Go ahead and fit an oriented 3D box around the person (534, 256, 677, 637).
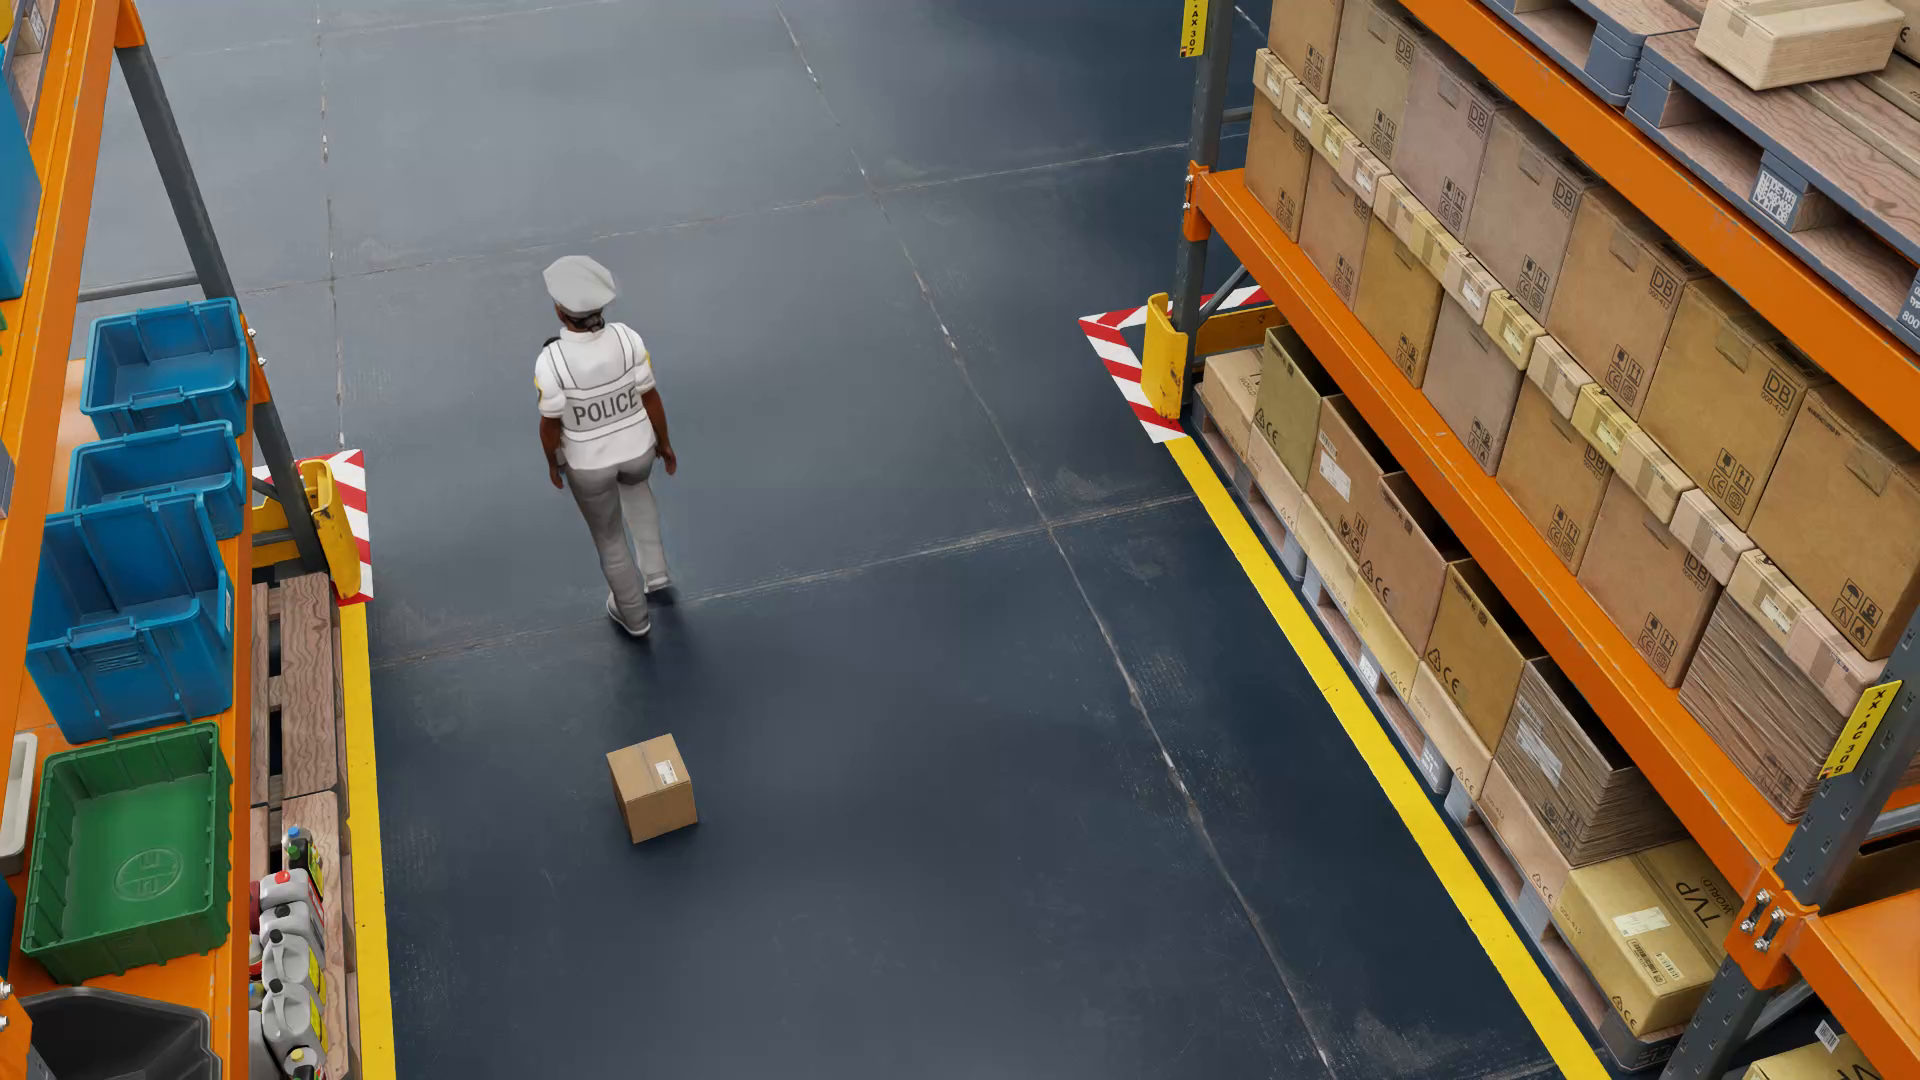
[{"bbox_3d":[-1.388,-0.344,6.516,0.483,1.731,0.466,-25,48,-24],"label":"person"}]
